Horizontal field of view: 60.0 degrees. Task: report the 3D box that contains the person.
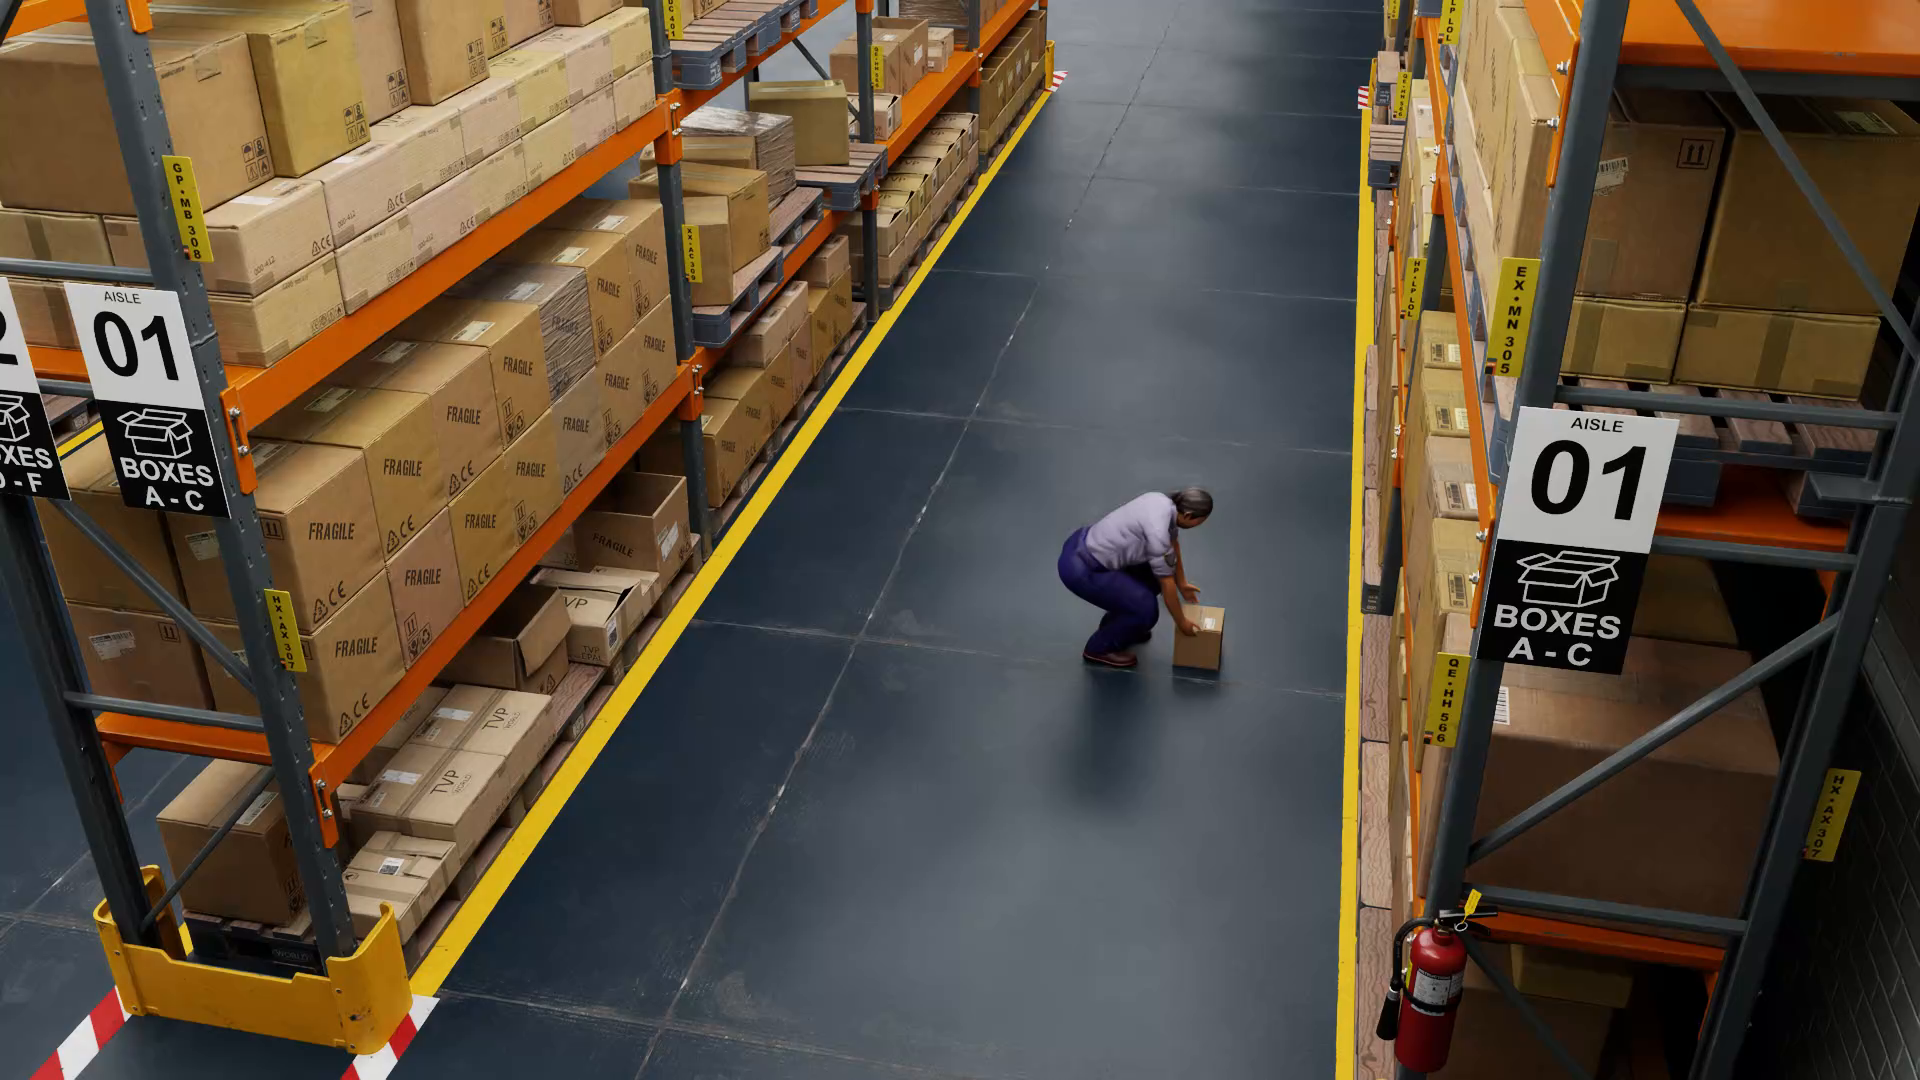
[{"bbox_3d":[0.938,0.155,9.012,0.796,1.010,0.530,6,30,11],"label":"person"}]
